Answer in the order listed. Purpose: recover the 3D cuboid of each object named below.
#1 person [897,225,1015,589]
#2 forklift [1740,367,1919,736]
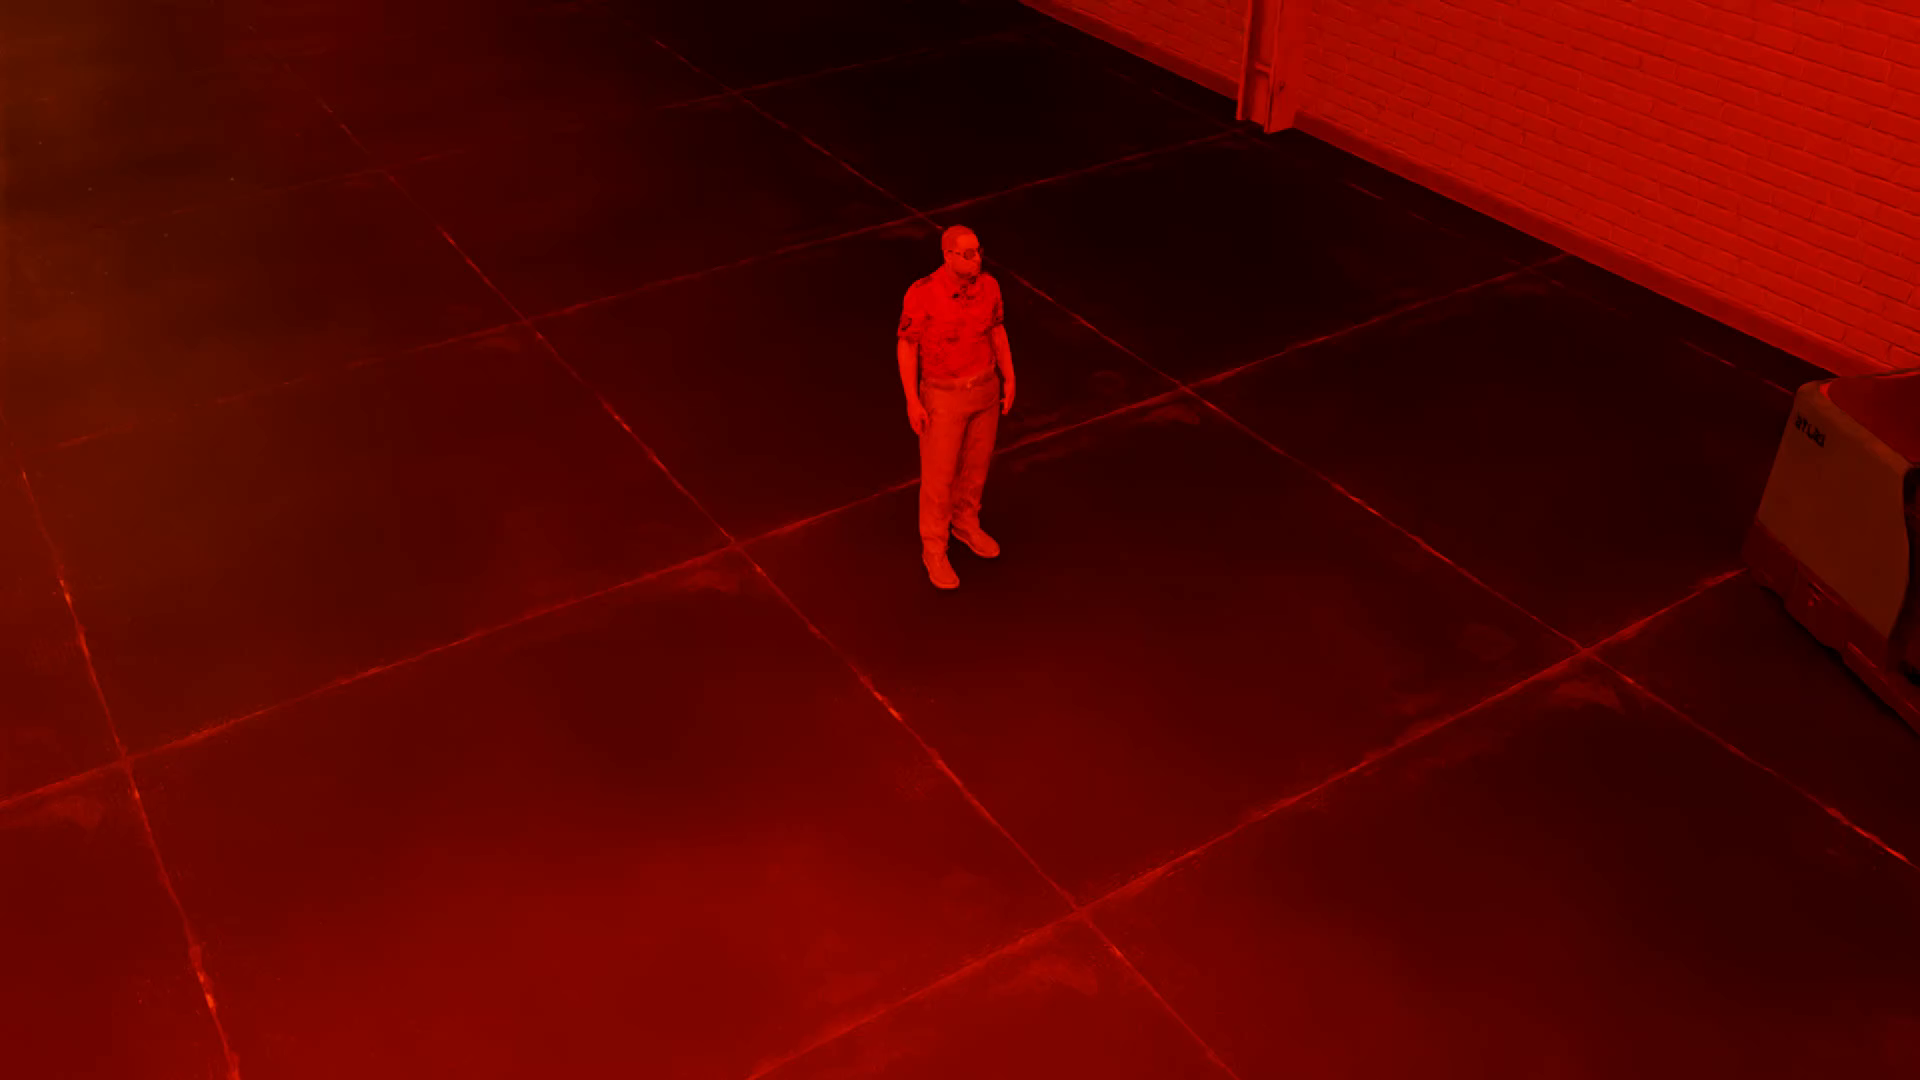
[{"bbox_3d":[0.039,-0.666,8.129,0.640,1.726,0.550,-21,40,-27],"label":"person"},{"bbox_3d":[4.793,-0.310,6.589,1.130,2.935,3.031,-8,36,-11],"label":"forklift"}]
